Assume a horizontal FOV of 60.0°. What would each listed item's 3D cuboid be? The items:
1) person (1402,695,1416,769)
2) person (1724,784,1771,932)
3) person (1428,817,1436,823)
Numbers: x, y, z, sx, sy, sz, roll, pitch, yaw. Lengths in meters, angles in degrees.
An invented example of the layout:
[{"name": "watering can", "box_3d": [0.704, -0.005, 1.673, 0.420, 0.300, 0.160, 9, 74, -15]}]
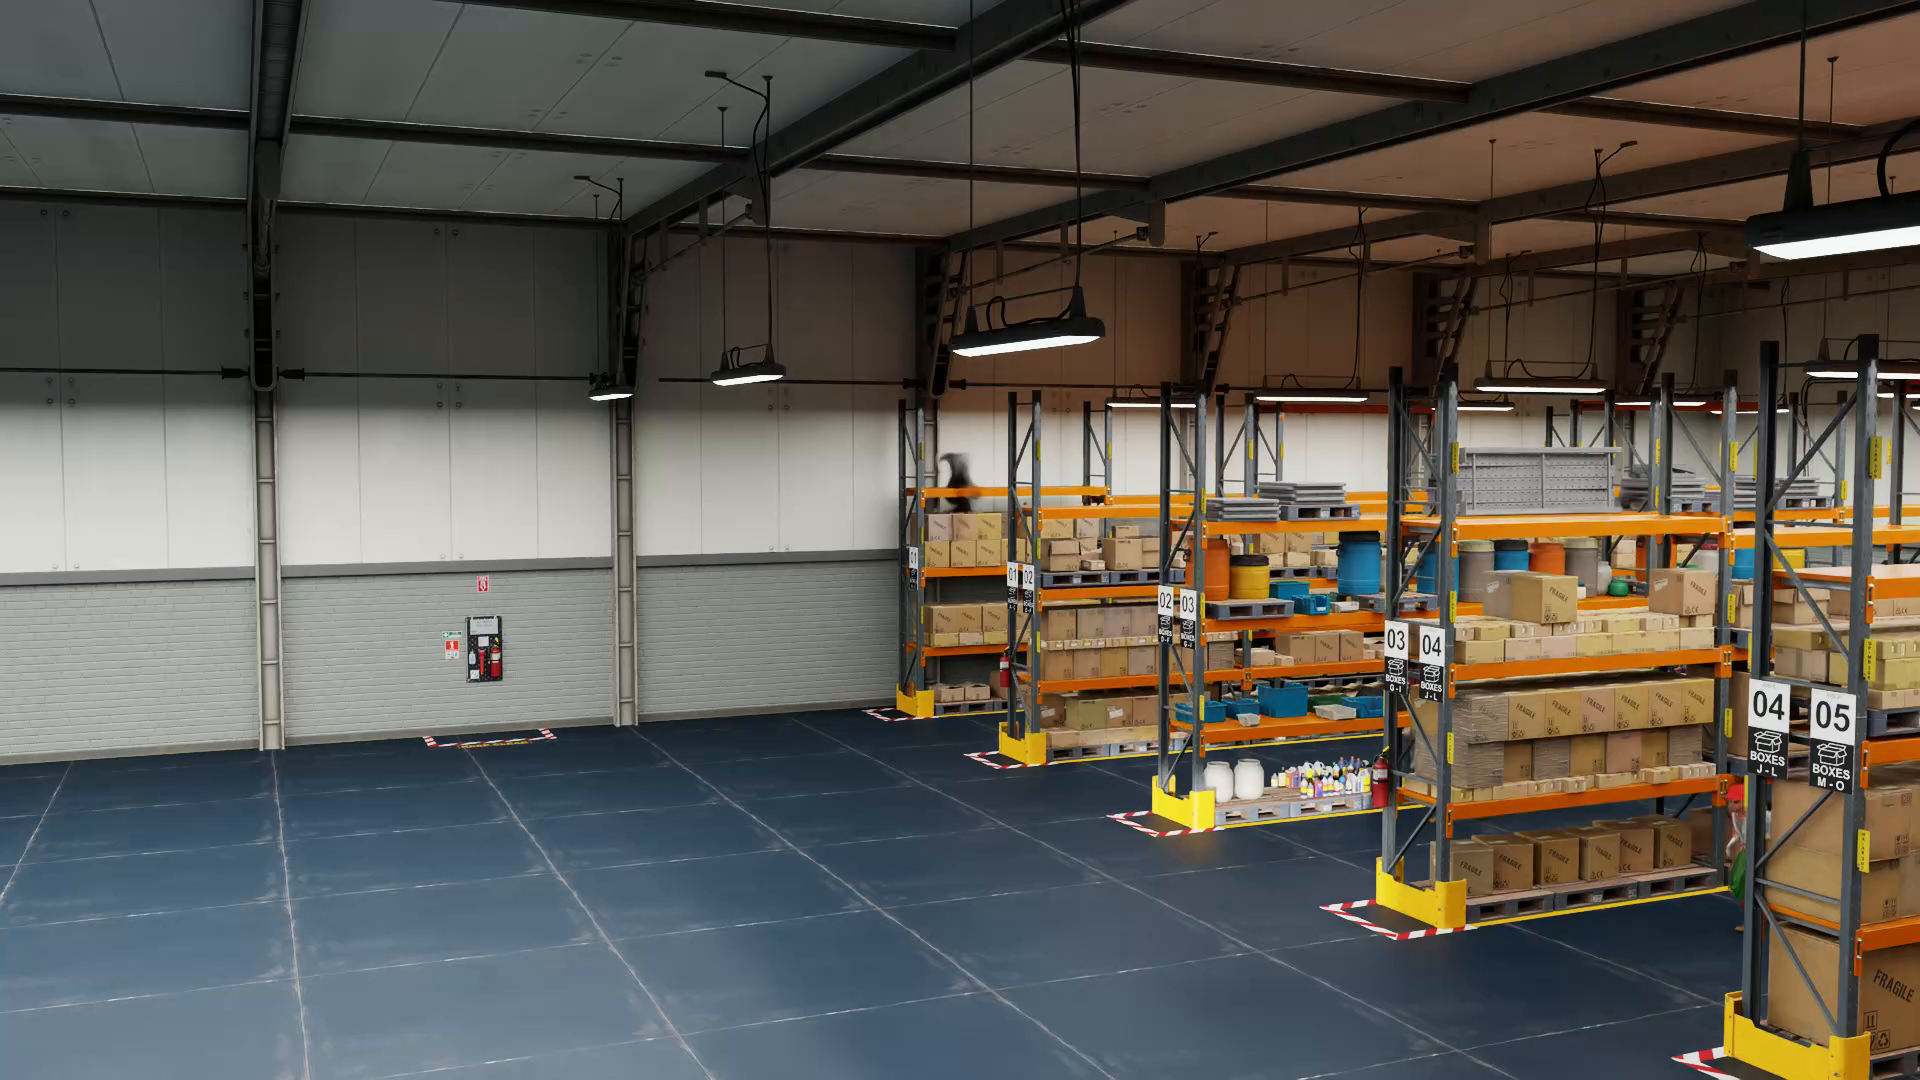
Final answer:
[{"name": "person", "box_3d": [7.307, 2.777, 26.259, 0.727, 1.766, 0.626, -2, 4, -27]}, {"name": "person", "box_3d": [8.500, 3.341, 17.605, 1.130, 1.592, 0.649, -2, 4, -27]}, {"name": "person", "box_3d": [6.881, 2.978, 22.385, 0.982, 1.699, 0.704, -2, 4, -29]}]
